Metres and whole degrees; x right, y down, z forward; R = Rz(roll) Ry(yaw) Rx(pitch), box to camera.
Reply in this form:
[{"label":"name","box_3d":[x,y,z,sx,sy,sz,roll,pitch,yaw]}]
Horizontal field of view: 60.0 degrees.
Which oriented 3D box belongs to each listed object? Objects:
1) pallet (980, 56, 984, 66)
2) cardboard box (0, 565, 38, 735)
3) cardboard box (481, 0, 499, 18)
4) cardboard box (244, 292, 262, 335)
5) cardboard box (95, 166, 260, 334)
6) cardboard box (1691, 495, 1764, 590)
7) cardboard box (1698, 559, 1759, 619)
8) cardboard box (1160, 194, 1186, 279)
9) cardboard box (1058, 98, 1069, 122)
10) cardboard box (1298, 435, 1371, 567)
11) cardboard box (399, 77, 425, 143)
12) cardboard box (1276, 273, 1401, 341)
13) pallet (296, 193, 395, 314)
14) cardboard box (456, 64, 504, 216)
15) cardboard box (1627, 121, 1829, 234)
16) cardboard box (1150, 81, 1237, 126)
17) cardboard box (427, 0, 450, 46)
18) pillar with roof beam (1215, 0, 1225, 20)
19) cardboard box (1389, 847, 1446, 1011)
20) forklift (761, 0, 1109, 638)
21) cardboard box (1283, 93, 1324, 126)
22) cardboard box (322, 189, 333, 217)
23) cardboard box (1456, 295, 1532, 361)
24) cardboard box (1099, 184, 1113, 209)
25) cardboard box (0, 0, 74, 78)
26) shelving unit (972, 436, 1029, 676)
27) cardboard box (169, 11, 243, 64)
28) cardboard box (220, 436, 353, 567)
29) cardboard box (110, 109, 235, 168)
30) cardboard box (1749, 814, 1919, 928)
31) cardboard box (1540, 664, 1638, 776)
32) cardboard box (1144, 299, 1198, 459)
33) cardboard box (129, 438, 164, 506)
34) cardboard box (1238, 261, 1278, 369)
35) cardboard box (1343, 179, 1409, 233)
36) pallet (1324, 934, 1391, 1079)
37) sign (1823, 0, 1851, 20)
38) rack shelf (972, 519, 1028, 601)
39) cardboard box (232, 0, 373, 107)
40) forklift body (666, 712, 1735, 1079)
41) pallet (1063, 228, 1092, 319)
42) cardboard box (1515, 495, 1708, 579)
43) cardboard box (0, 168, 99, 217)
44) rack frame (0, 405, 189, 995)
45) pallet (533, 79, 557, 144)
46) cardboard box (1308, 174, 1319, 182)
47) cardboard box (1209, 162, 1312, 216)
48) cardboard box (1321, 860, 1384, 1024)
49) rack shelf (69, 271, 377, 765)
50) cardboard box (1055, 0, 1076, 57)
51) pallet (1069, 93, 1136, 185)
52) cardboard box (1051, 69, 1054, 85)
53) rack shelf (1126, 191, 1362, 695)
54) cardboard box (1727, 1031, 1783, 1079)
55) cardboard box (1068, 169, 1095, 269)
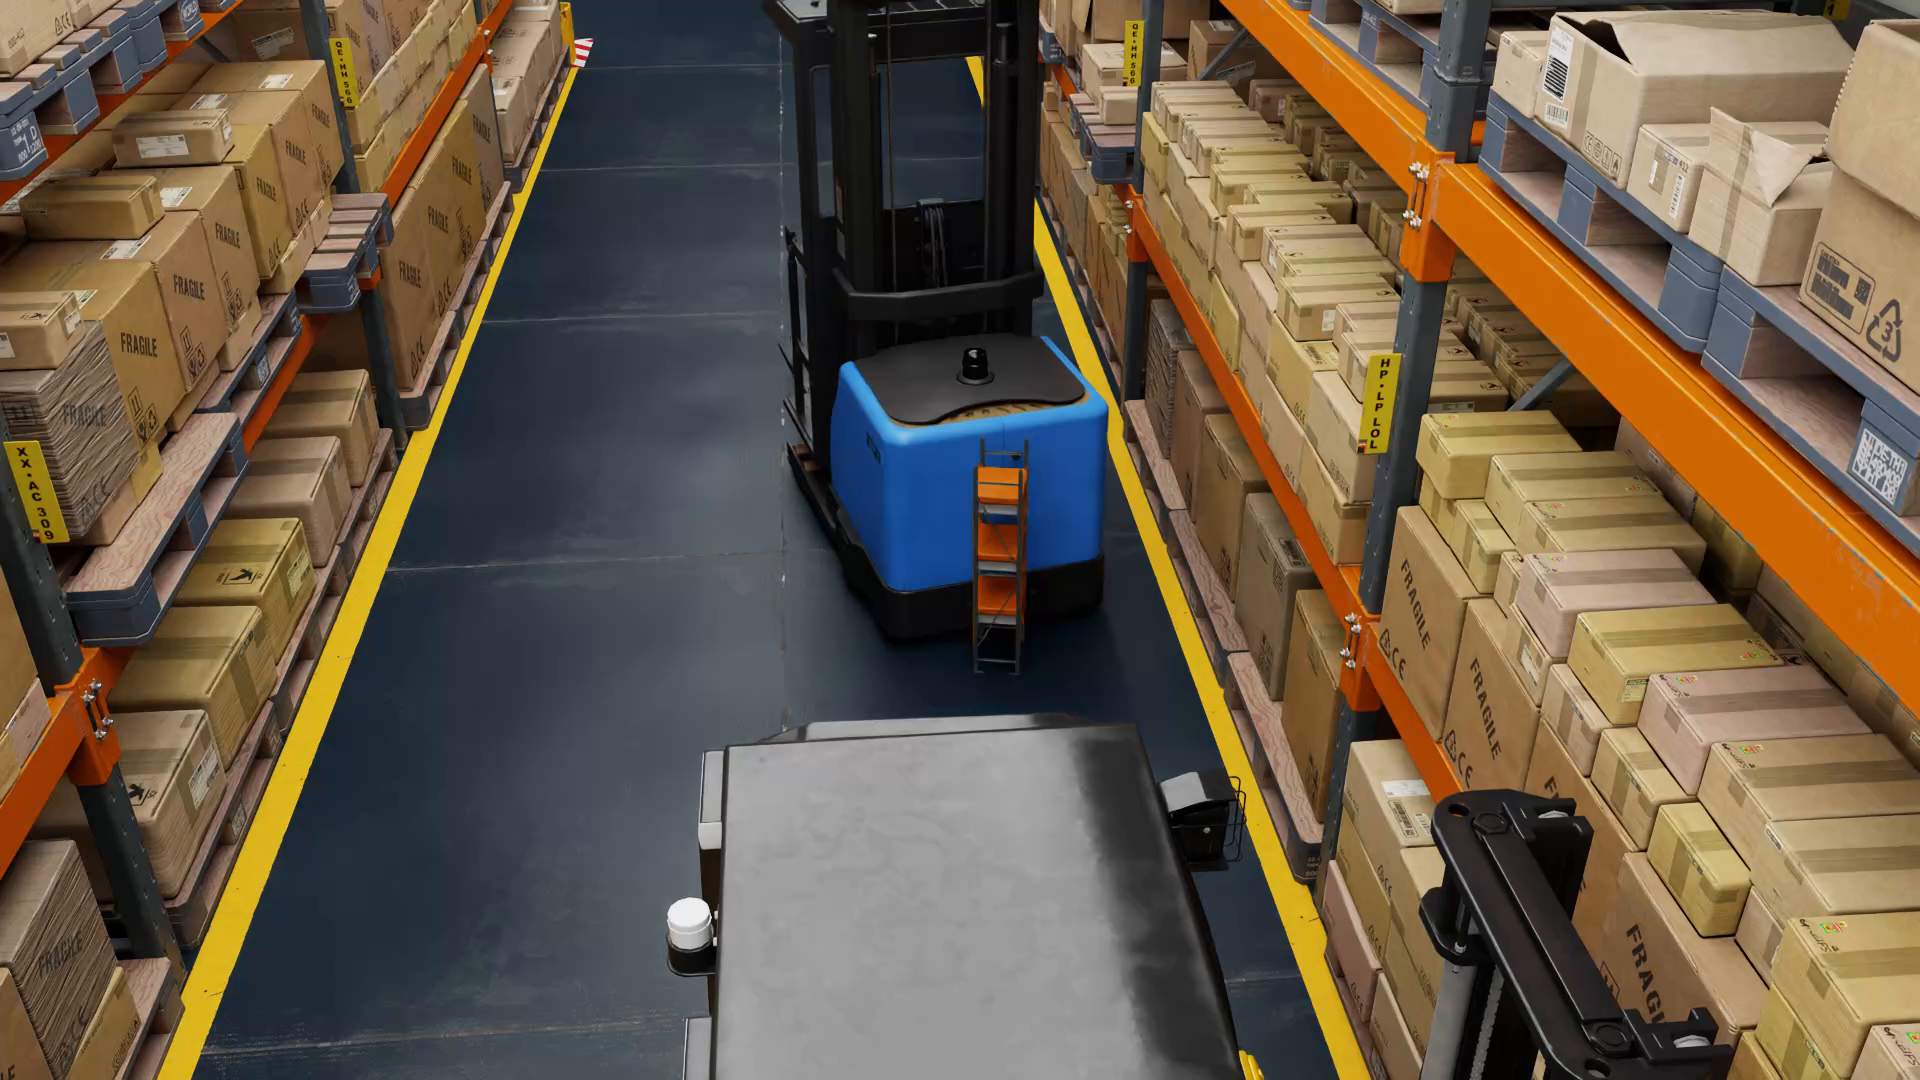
[{"label":"pallet","box_3d":[0.750,-4.455,15.502,1.003,0.211,1.213,-3,31,-5]},{"label":"cardboard box","box_3d":[-2.864,0.313,4.413,0.500,0.500,0.500,-4,31,-6]},{"label":"cardboard box","box_3d":[-3.684,-4.111,12.110,0.500,0.500,0.500,-2,31,-3]},{"label":"cardboard box","box_3d":[-3.039,-0.903,6.672,0.380,0.149,0.250,-4,31,-6]},{"label":"cardboard box","box_3d":[-3.050,-1.106,6.379,0.500,0.500,0.500,-4,31,-7]},{"label":"cardboard box","box_3d":[2.139,-0.007,4.317,0.380,0.149,0.250,-3,31,-5]},{"label":"cardboard box","box_3d":[2.148,0.121,4.392,0.380,0.149,0.250,-2,31,-3]},{"label":"cardboard box","box_3d":[1.255,-1.454,7.905,0.500,0.250,0.500,-3,31,-6]},{"label":"cardboard box","box_3d":[0.912,-3.108,11.923,0.380,0.149,0.250,-4,31,-6]},{"label":"cardboard box","box_3d":[1.481,-0.152,5.725,0.500,0.250,0.500,-2,31,-3]},{"label":"cardboard box","box_3d":[-3.431,-2.501,9.658,0.500,0.250,0.500,-2,31,-3]},{"label":"cardboard box","box_3d":[1.366,-0.843,6.005,0.380,0.149,0.250,-4,31,-6]},{"label":"pallet","box_3d":[-3.355,-1.333,7.743,1.213,0.211,1.003,-3,31,-5]},{"label":"cardboard box","box_3d":[-3.763,-2.771,11.627,0.875,0.875,0.875,-2,31,-3]},{"label":"cardboard box","box_3d":[1.600,-0.738,3.374,0.380,0.149,0.250,-2,31,-3]},{"label":"cardboard box","box_3d":[1.151,-2.158,8.208,0.380,0.149,0.250,-2,31,-3]},{"label":"cardboard box","box_3d":[-3.509,-3.234,10.397,0.500,0.250,0.500,-2,31,-3]},{"label":"pillar with roof beam","box_3d":[-2.413,-6.824,10.898,9.100,9.000,0.400,-3,31,-5]},{"label":"cardboard box","box_3d":[1.559,1.123,4.741,0.500,0.250,0.500,-3,31,-5]},{"label":"forklift","box_3d":[-0.279,-1.566,8.014,1.130,2.935,3.031,-9,32,-15]},{"label":"cardboard box","box_3d":[1.782,-2.050,8.027,0.380,0.149,0.250,-2,31,-3]},{"label":"cardboard box","box_3d":[-3.165,-1.557,7.766,0.380,0.149,0.250,-2,31,-4]},{"label":"cardboard box","box_3d":[1.974,-0.749,5.849,0.380,0.149,0.250,-3,31,-5]},{"label":"cardboard box","box_3d":[1.076,-2.178,10.366,0.380,0.149,0.250,-3,31,-5]},{"label":"cardboard box","box_3d":[-2.809,-1.453,4.568,0.500,0.250,0.500,-4,31,-6]},{"label":"shelving unit","box_3d":[0.172,0.081,7.078,0.215,1.050,0.252,4,34,6]},{"label":"cardboard box","box_3d":[-3.836,-2.497,8.433,0.500,0.500,0.500,-4,31,-6]},{"label":"cardboard box","box_3d":[-3.407,-0.160,7.747,0.950,0.372,0.625,-3,31,-6]},{"label":"cardboard box","box_3d":[-3.093,-1.581,6.543,0.380,0.149,0.250,-4,31,-7]},{"label":"cardboard box","box_3d":[1.769,0.666,3.189,0.380,0.149,0.250,-2,31,-4]},{"label":"cardboard box","box_3d":[1.606,0.410,3.908,0.380,0.149,0.250,-3,31,-5]},{"label":"cardboard box","box_3d":[1.459,-0.855,8.663,0.875,0.625,0.625,-2,31,-3]},{"label":"cardboard box","box_3d":[-2.905,-0.229,5.544,0.380,0.149,0.250,-2,31,-4]},{"label":"cardboard box","box_3d":[1.391,-0.883,6.463,0.500,0.250,0.500,-2,31,-4]},{"label":"cardboard box","box_3d":[1.809,-1.395,6.931,0.380,0.149,0.250,-2,31,-3]},{"label":"pallet","box_3d":[1.821,1.634,5.308,1.003,0.211,1.213,-3,31,-5]},{"label":"sign","box_3d":[2.341,-1.542,4.400,0.100,0.325,0.005,-3,31,-5]},{"label":"rack shelf","box_3d":[0.172,0.090,7.084,0.215,0.259,0.240,4,34,6]},{"label":"cardboard box","box_3d":[-3.330,-2.509,8.453,0.500,0.500,0.500,-4,31,-6]},{"label":"forklift body","box_3d":[0.168,1.555,3.550,2.313,2.155,1.214,-3,31,-5]},{"label":"pallet","box_3d":[1.271,-1.821,11.092,1.003,0.211,1.213,-3,31,-5]},{"label":"cardboard box","box_3d":[1.670,0.016,4.279,0.380,0.149,0.250,-3,31,-6]},{"label":"cardboard box","box_3d":[-3.565,-1.091,6.355,0.500,0.500,0.500,-4,31,-6]},{"label":"rack frame","box_3d":[-3.153,0.269,4.875,1.000,3.000,0.127,-3,31,-5]},{"label":"pallet","box_3d":[-4.011,-3.635,14.130,1.003,0.211,1.213,-3,31,-5]},{"label":"cardboard box","box_3d":[1.827,-1.431,7.379,0.500,0.250,0.500,-3,31,-5]},{"label":"cardboard box","box_3d":[1.282,-1.499,7.105,0.380,0.149,0.250,-2,31,-4]},{"label":"cardboard box","box_3d":[1.504,1.292,5.434,0.500,0.250,0.500,-2,31,-4]},{"label":"rack shelf","box_3d":[-3.340,-0.444,6.769,1.077,0.370,4.000,-3,31,-5]},{"label":"cardboard box","box_3d":[0.985,-3.356,10.436,0.700,0.500,0.500,-3,31,-5]},{"label":"pallet","box_3d":[1.281,-2.274,9.319,1.213,0.211,1.003,-3,31,-5]},{"label":"cardboard box","box_3d":[0.870,-3.376,12.082,0.380,0.149,0.250,-3,31,-5]},{"label":"rack shelf","box_3d":[1.601,-0.683,7.171,1.077,0.370,4.000,-3,31,-5]},{"label":"cardboard box","box_3d":[1.767,1.263,3.114,0.500,0.500,0.500,-3,31,-6]},{"label":"cardboard box","box_3d":[1.006,-2.113,10.891,0.500,0.500,0.500,-4,31,-6]}]
